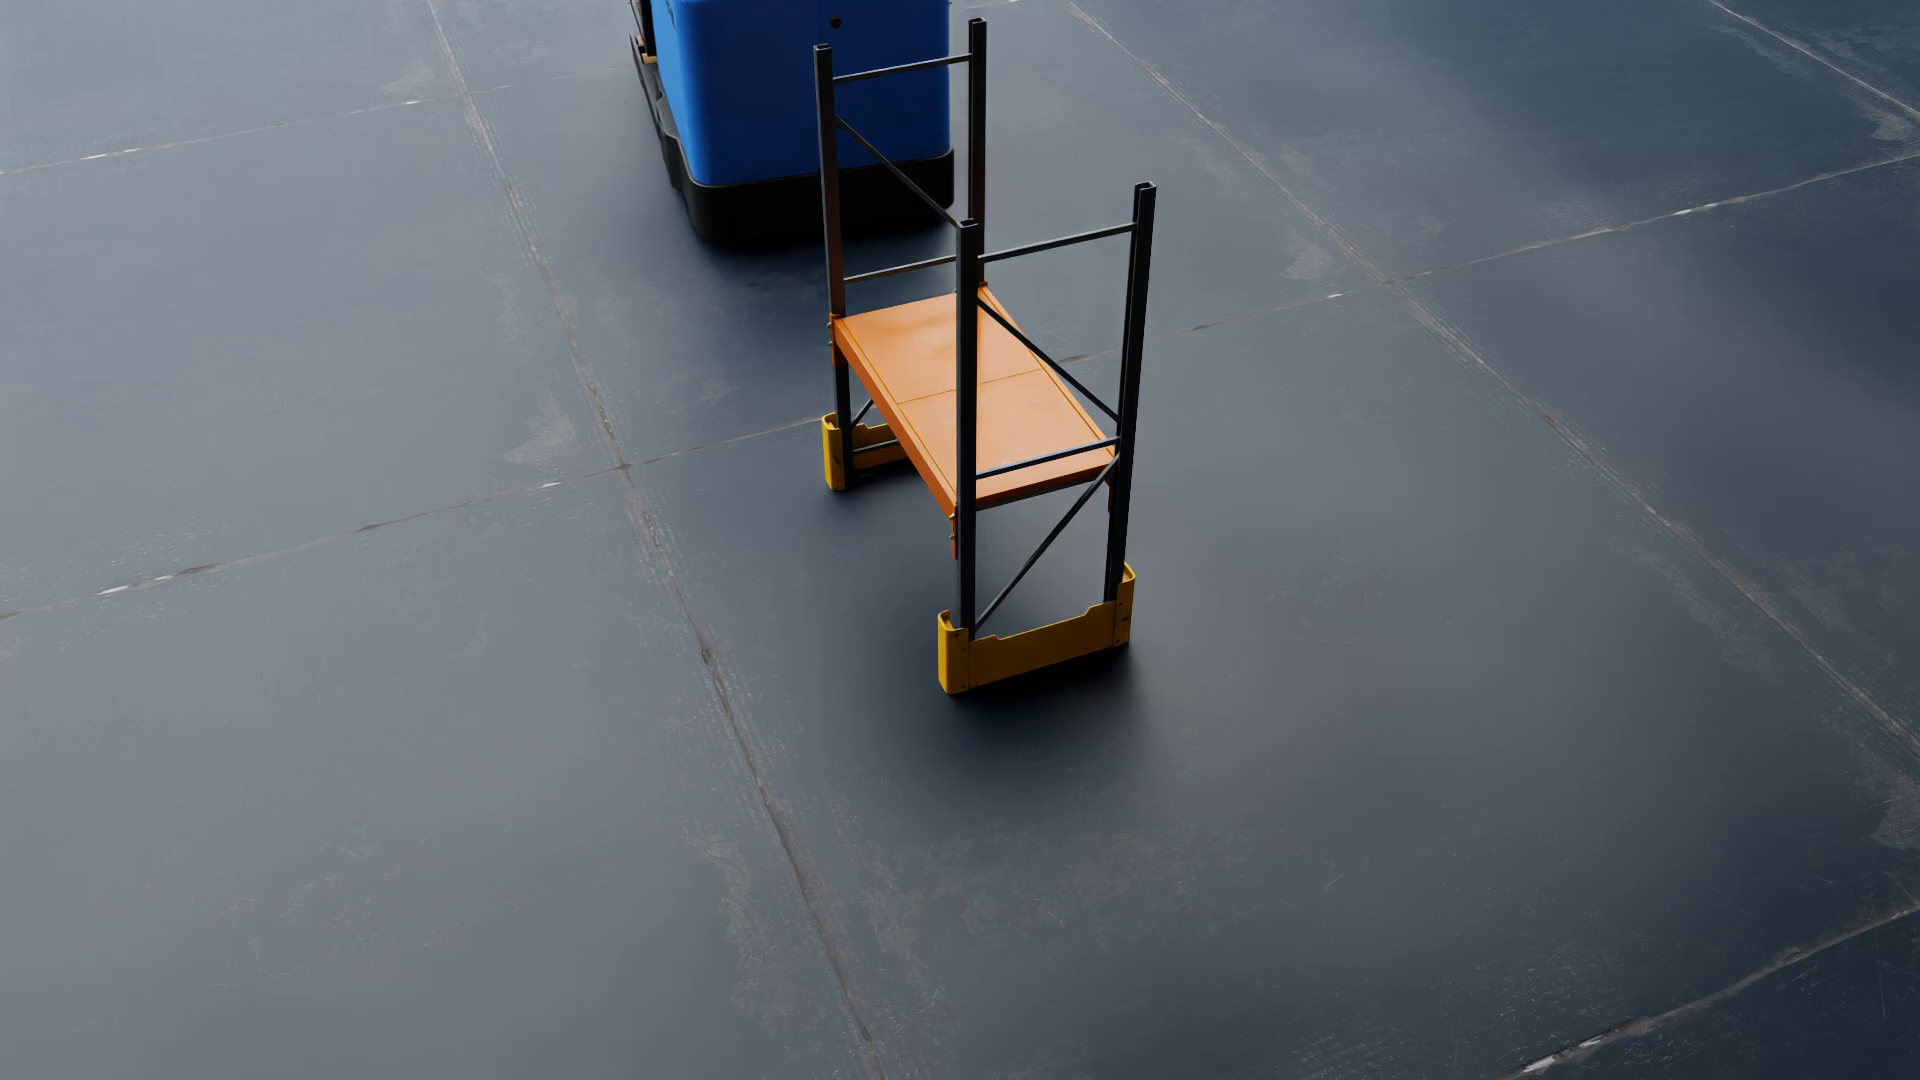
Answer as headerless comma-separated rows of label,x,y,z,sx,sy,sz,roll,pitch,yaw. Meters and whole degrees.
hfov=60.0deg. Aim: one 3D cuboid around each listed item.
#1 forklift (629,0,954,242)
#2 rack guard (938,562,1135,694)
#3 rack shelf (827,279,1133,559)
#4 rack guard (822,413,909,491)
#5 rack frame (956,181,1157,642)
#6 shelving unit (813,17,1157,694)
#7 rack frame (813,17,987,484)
forklift,-0.912,-3.245,6.775,1.130,2.935,3.031,-10,42,-12
rack guard,0.220,0.251,4.766,0.587,0.250,0.087,-15,43,-17
rack shelf,0.033,-0.381,4.819,0.538,0.185,1.000,-15,43,-17
rack guard,-0.161,-0.349,5.464,0.587,0.250,0.087,-15,43,-17
rack frame,0.227,-0.211,4.345,0.500,1.500,0.032,-15,43,-17
shelving unit,0.029,-0.523,4.708,0.587,1.500,1.083,-15,43,-17
rack frame,-0.162,-0.823,5.057,0.500,1.500,0.032,-15,43,-17
